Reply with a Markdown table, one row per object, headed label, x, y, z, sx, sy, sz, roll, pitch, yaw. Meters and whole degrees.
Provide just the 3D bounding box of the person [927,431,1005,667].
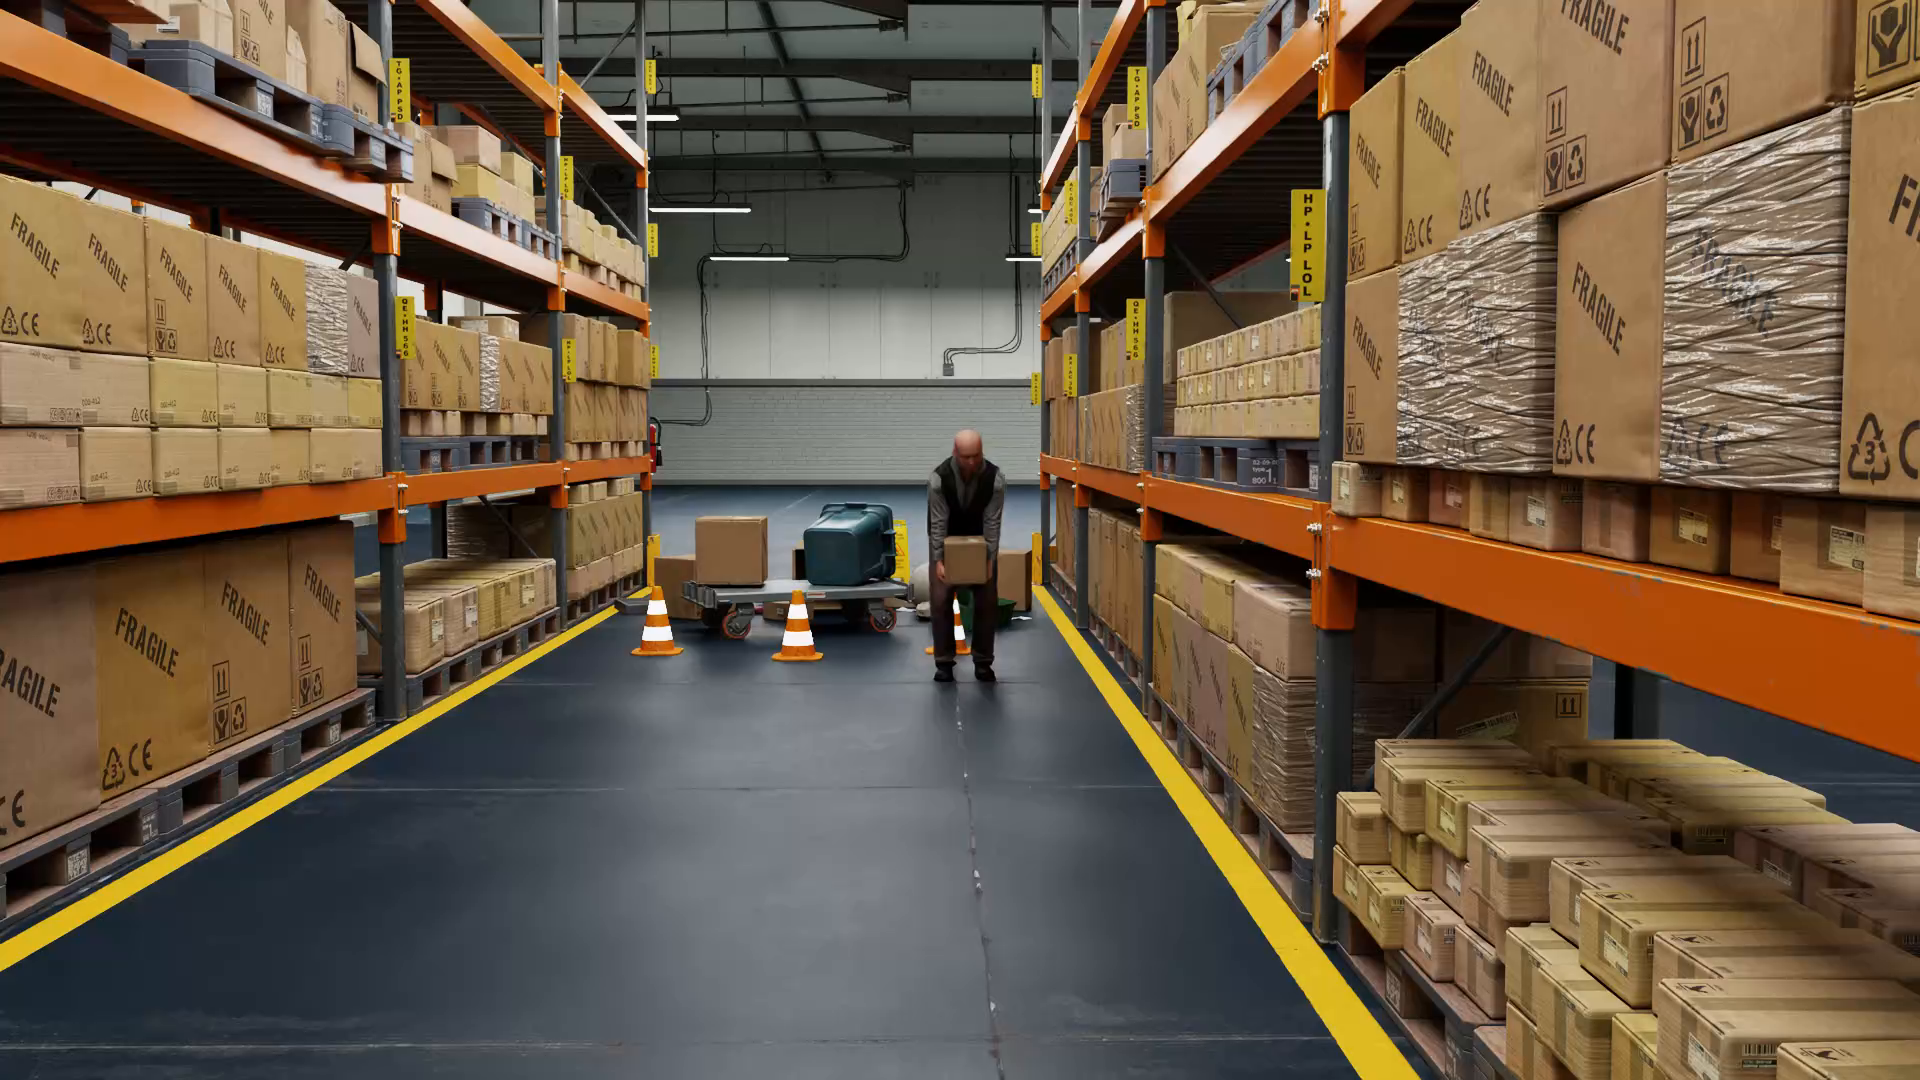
| label | x | y | z | sx | sy | sz | roll | pitch | yaw |
| --- | --- | --- | --- | --- | --- | --- | --- | --- | --- |
| person | 0.035 | 0.071 | 10.247 | 0.467 | 1.485 | 0.741 | 0 | 4 | -3 |
